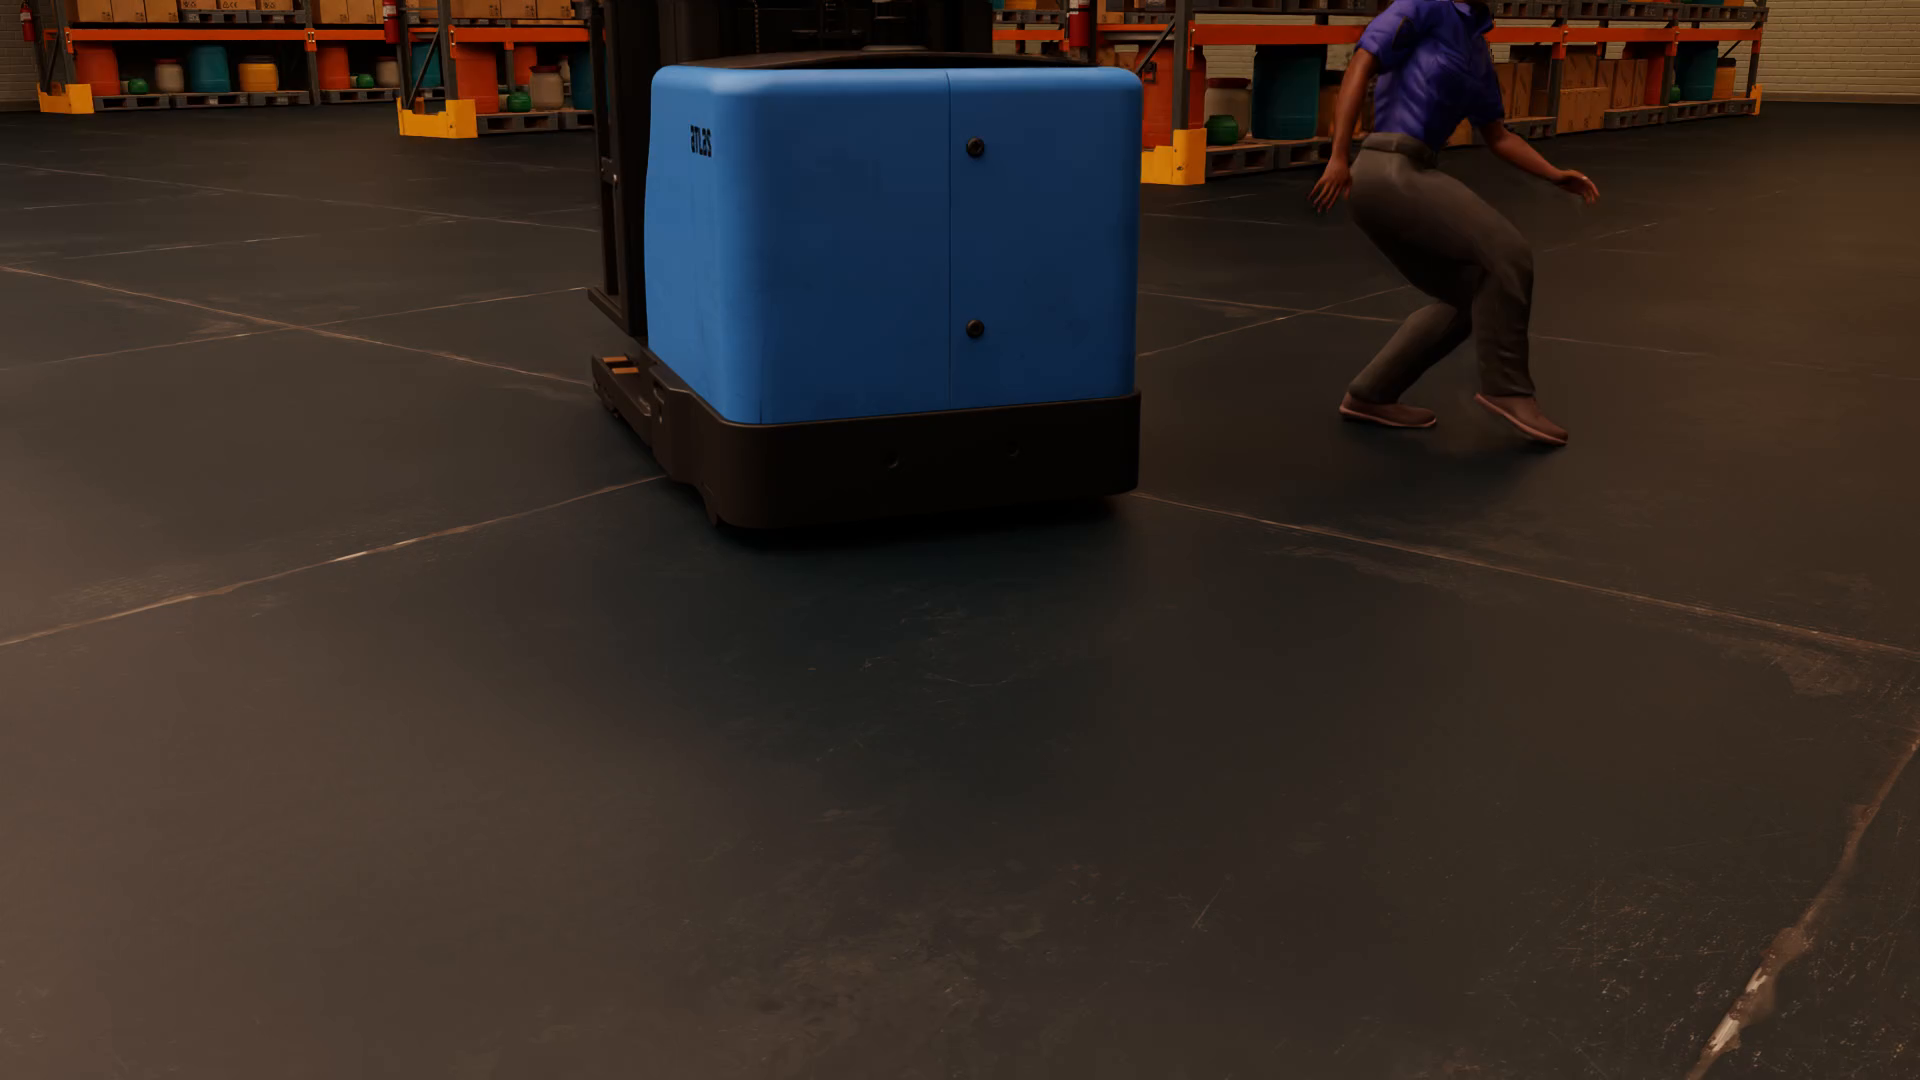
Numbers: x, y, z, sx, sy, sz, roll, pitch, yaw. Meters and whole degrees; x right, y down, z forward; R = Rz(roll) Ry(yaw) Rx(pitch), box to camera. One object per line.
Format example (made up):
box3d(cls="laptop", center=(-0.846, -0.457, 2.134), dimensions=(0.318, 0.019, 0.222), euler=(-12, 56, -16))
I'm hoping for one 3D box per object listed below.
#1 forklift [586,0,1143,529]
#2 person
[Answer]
box3d(cls="forklift", center=(-0.546, -1.814, 4.871), dimensions=(1.130, 2.935, 3.031), euler=(-6, 18, -20))
box3d(cls="person", center=(1.423, -0.994, 4.731), dimensions=(0.739, 1.477, 0.683), euler=(7, 18, 23))
